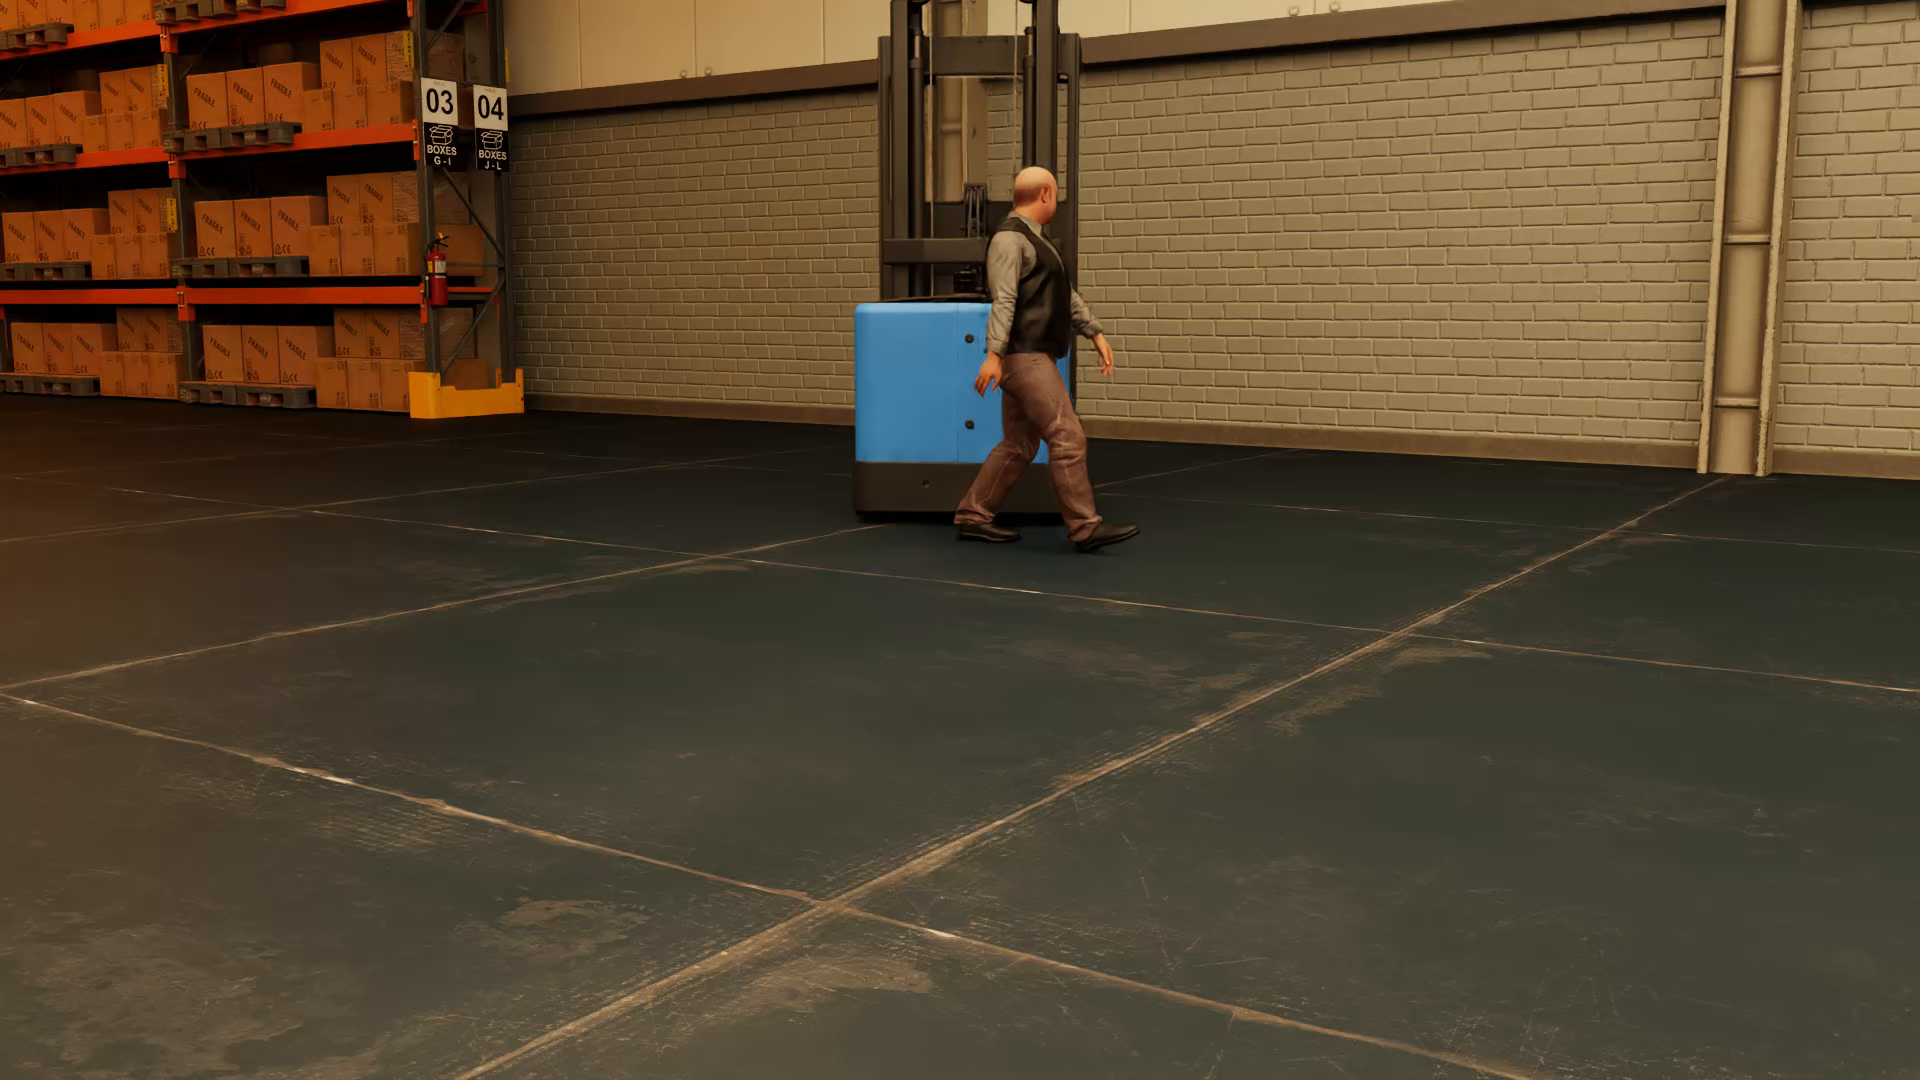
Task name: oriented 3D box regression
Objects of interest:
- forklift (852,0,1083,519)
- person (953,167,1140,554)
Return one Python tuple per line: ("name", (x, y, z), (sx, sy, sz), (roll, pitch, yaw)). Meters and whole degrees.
("forklift", (0.124, -1.726, 9.328), (1.130, 2.935, 3.031), (1, 8, 5))
("person", (0.368, -0.781, 7.254), (0.892, 1.674, 0.667), (2, 8, 13))
